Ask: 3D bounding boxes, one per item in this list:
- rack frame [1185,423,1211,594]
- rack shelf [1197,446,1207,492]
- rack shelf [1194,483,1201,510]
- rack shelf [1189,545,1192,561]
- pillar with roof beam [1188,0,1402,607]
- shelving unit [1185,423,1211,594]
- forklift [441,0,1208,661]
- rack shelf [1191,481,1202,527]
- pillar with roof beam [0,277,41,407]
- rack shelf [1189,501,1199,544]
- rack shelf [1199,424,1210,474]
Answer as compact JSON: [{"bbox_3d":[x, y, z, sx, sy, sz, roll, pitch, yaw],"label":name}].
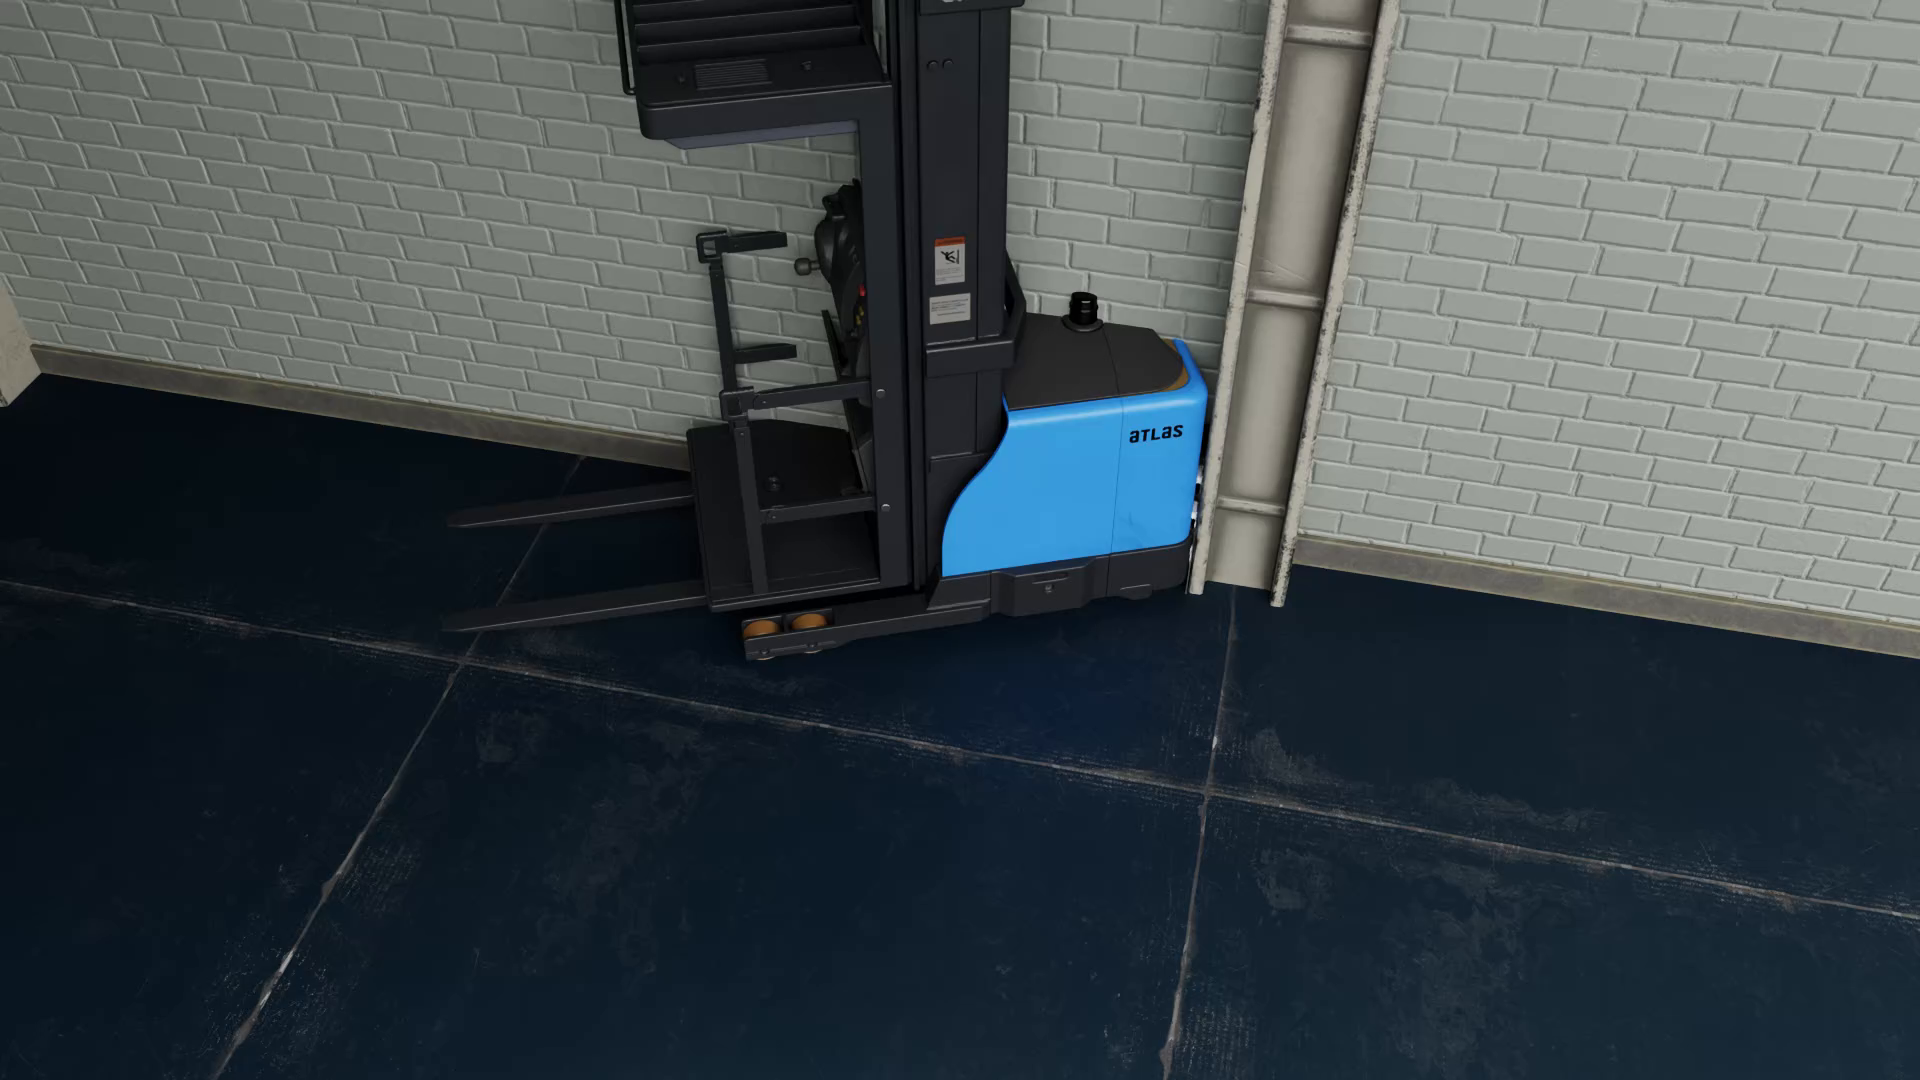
[{"bbox_3d":[0.984,-0.183,6.796,0.006,0.900,0.240,9,40,9],"label":"rack frame"},{"bbox_3d":[0.889,-0.312,6.718,0.200,0.077,0.258,9,40,9],"label":"rack shelf"},{"bbox_3d":[0.887,-0.242,6.775,0.200,0.077,0.258,9,40,9],"label":"rack shelf"},{"bbox_3d":[0.879,-0.033,6.945,0.200,0.077,0.258,9,40,9],"label":"rack shelf"},{"bbox_3d":[0.245,-0.182,0.910,0.400,9.000,9.100,9,45,9],"label":"pillar with roof beam"},{"bbox_3d":[0.885,-0.198,6.811,0.210,0.900,0.258,9,40,9],"label":"shelving unit"},{"bbox_3d":[-0.613,-0.972,6.107,3.031,2.935,1.130,-8,44,-8],"label":"forklift"},{"bbox_3d":[0.884,-0.173,6.832,0.200,0.077,0.258,9,40,9],"label":"rack shelf"},{"bbox_3d":[-5.610,-1.091,1.854,0.400,9.000,9.100,9,45,9],"label":"pillar with roof beam"},{"bbox_3d":[0.881,-0.103,6.888,0.200,0.077,0.258,9,40,9],"label":"rack shelf"},{"bbox_3d":[0.892,-0.382,6.662,0.200,0.077,0.258,9,40,9],"label":"rack shelf"}]
